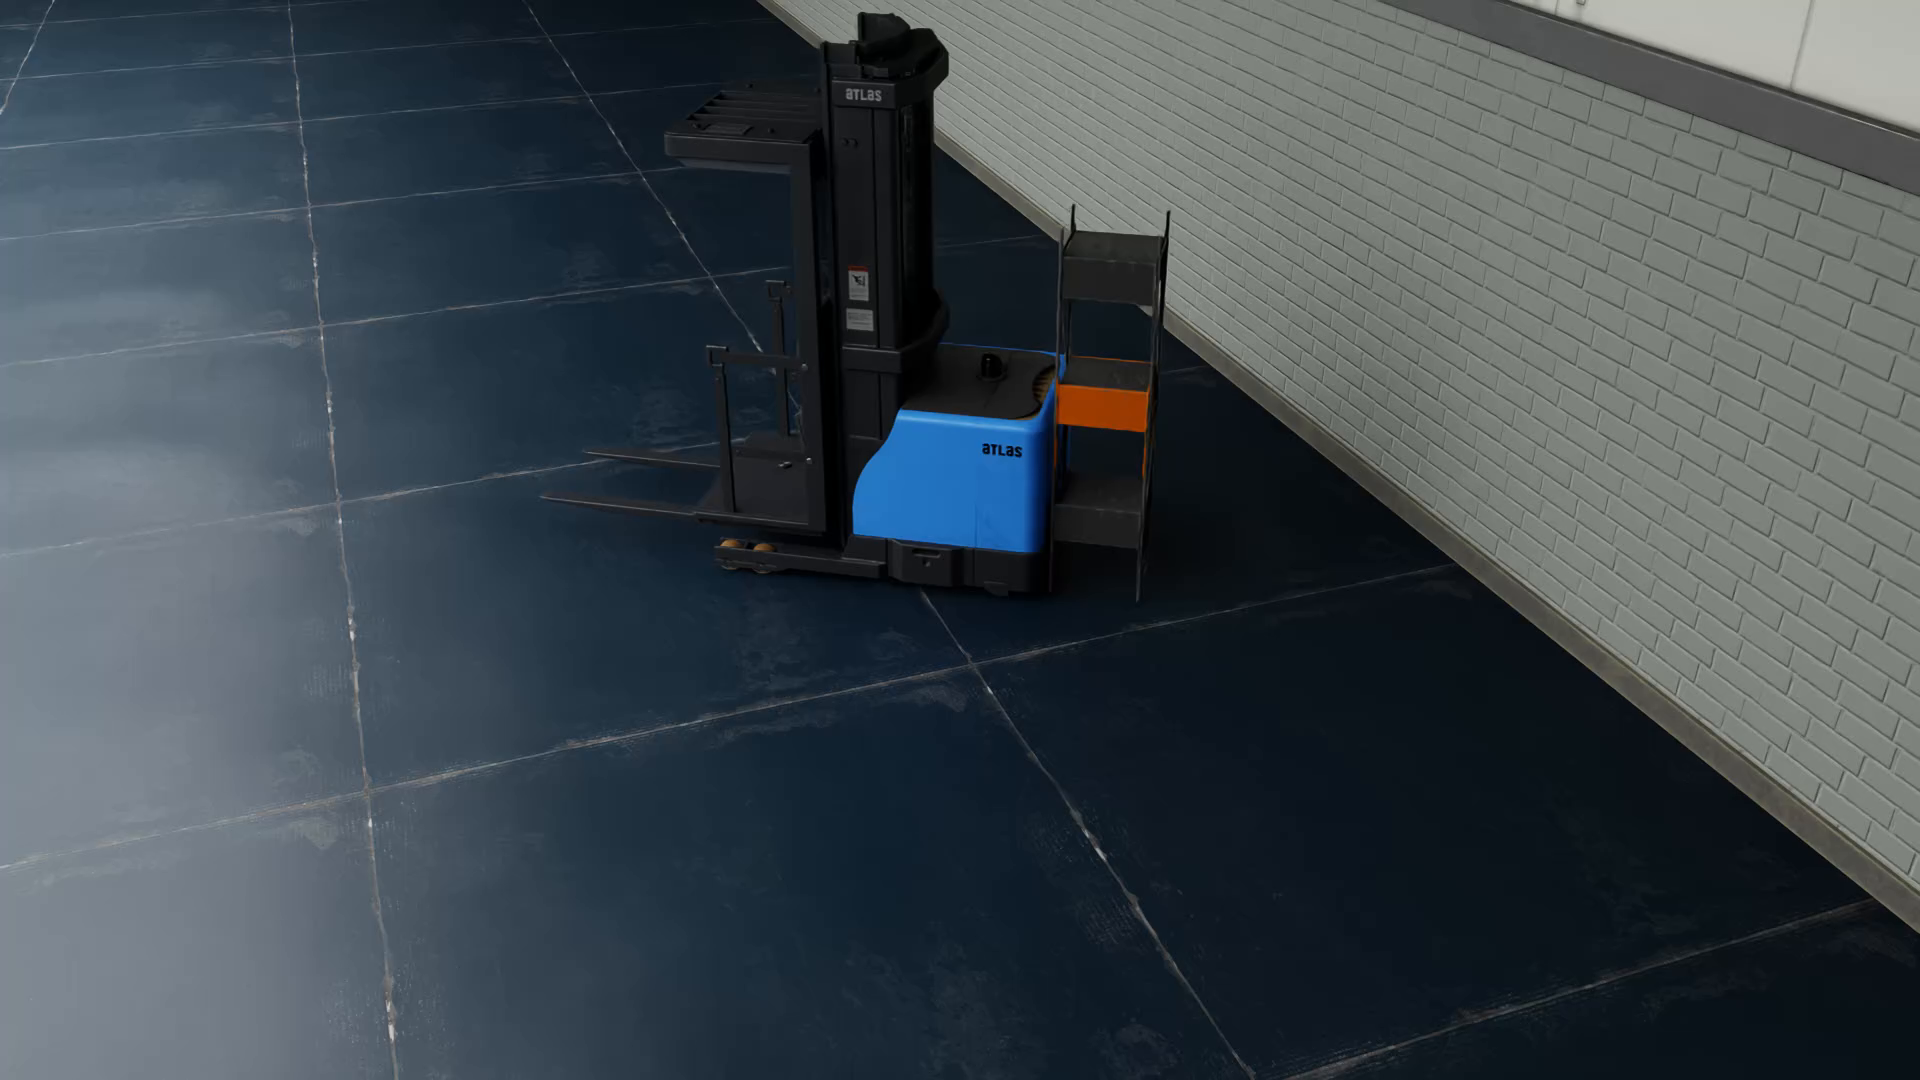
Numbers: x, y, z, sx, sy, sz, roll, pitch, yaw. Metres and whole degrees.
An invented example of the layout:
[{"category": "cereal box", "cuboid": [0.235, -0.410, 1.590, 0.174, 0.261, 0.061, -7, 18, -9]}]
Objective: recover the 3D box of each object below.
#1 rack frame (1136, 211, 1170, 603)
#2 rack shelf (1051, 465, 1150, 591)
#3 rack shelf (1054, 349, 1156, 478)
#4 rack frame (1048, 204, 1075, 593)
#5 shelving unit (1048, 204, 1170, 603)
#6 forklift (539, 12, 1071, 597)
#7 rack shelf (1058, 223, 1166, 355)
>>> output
[{"category": "rack frame", "cuboid": [1.018, -0.664, 8.795, 0.015, 2.100, 0.400, 6, 30, 11]}, {"category": "rack shelf", "cuboid": [0.780, -0.071, 9.194, 0.480, 0.518, 0.431, 6, 30, 11]}, {"category": "rack shelf", "cuboid": [0.780, -0.679, 8.848, 0.480, 0.518, 0.431, 6, 30, 11]}, {"category": "rack frame", "cuboid": [0.542, -0.717, 8.887, 0.015, 2.100, 0.400, 6, 30, 11]}, {"category": "shelving unit", "cuboid": [0.780, -0.691, 8.841, 0.503, 2.100, 0.431, 6, 30, 11]}, {"category": "forklift", "cuboid": [-0.918, -1.330, 9.124, 3.031, 2.935, 1.130, 6, 30, 11]}, {"category": "rack shelf", "cuboid": [0.780, -1.287, 8.501, 0.480, 0.518, 0.431, 6, 30, 11]}]
